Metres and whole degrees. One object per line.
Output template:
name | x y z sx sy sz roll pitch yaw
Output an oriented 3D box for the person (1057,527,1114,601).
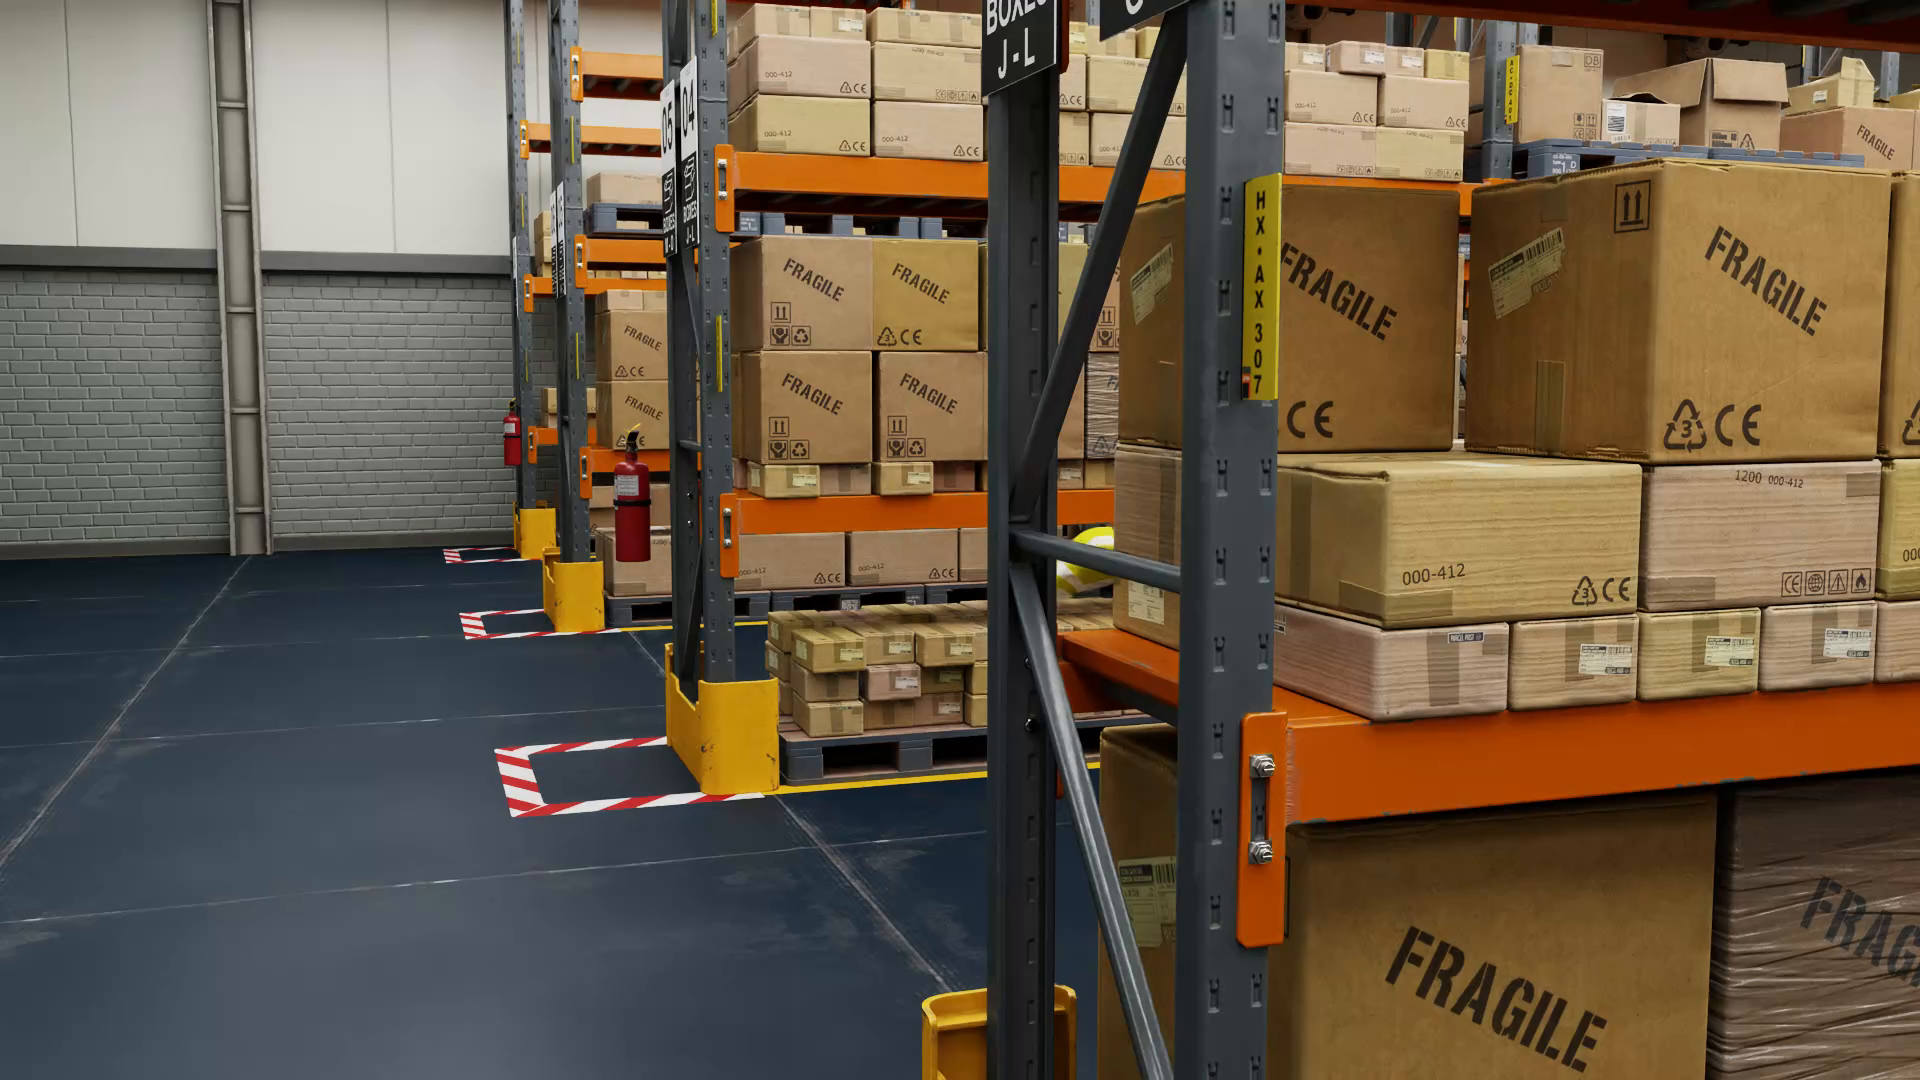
person | 0.830 0.348 10.063 0.916 1.011 0.535 -1 6 -11
